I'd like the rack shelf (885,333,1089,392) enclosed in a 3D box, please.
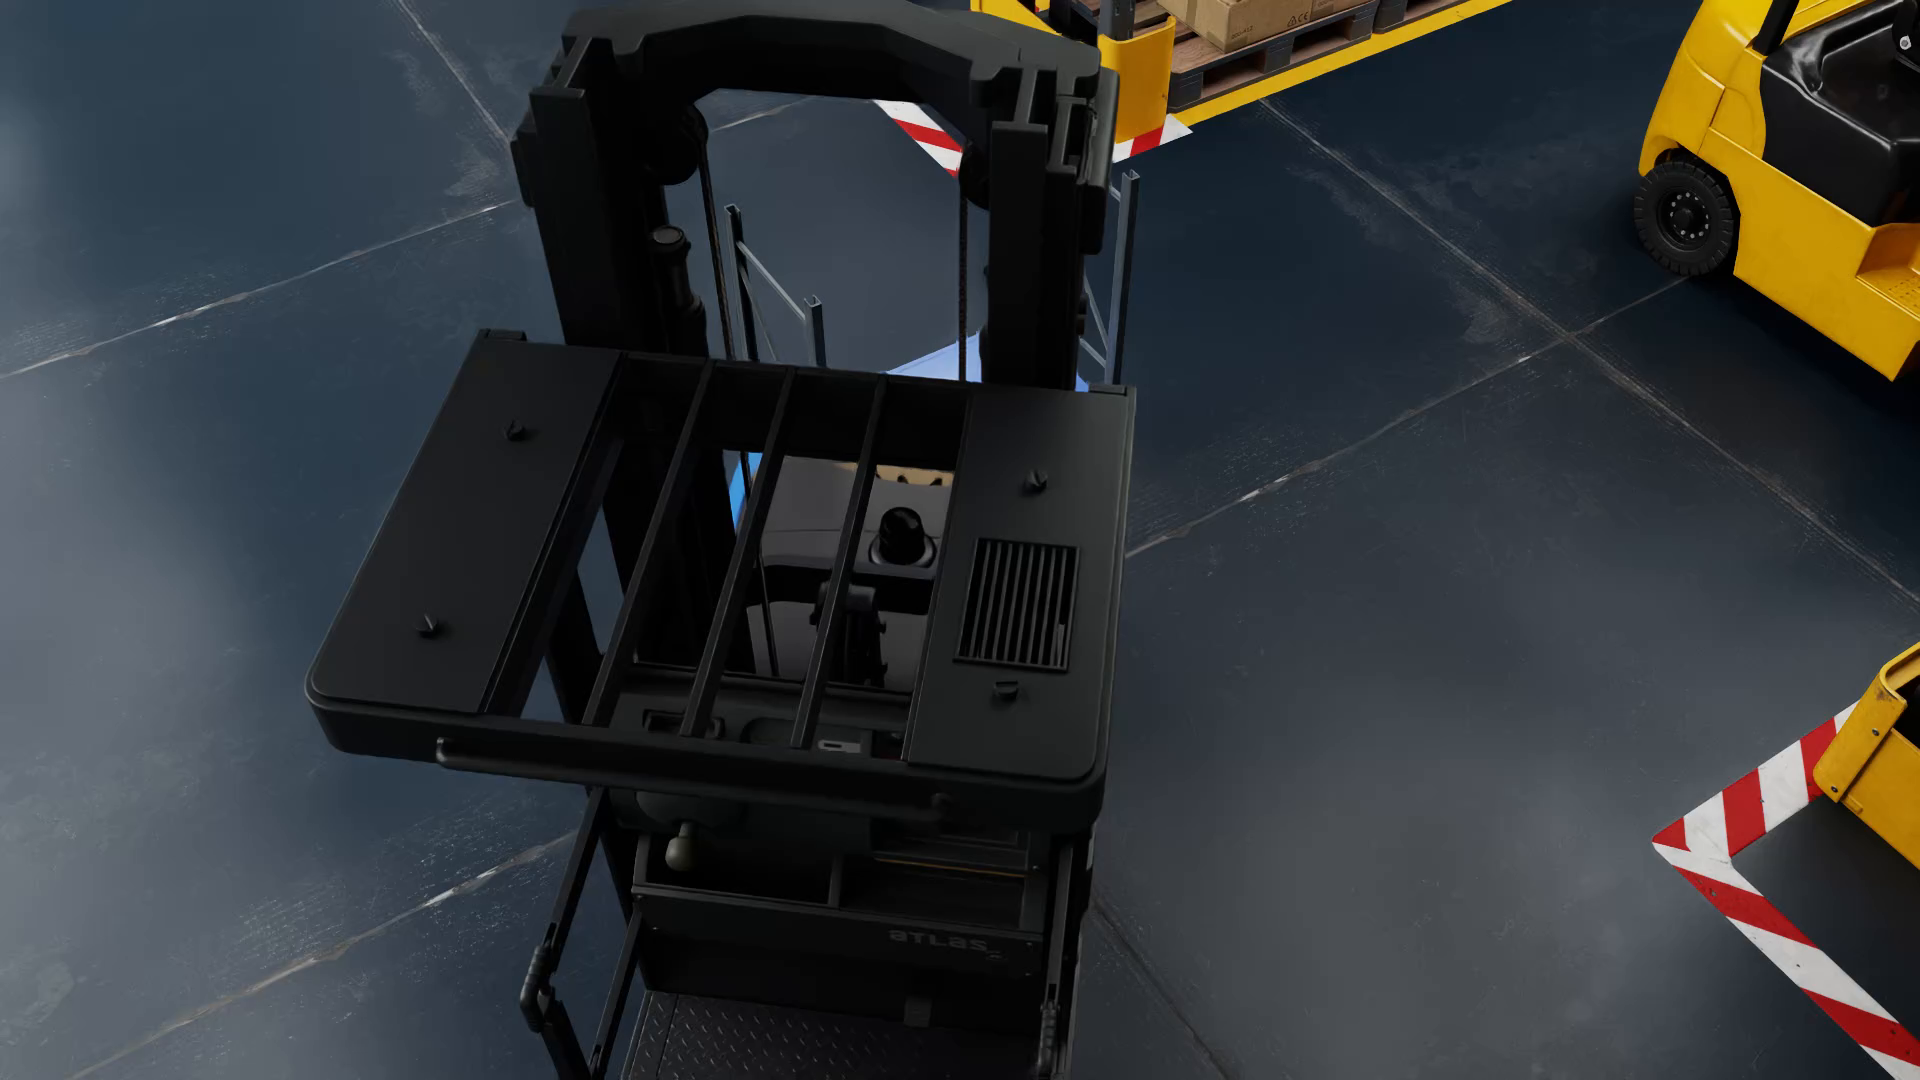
[{"bbox_3d":[-0.072,-0.345,5.294,1.000,0.185,0.538,-25,53,-21],"label":"rack shelf"}]

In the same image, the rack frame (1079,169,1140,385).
[{"bbox_3d":[0.358,-0.667,5.340,0.032,1.500,0.500,-25,53,-21],"label":"rack frame"}]

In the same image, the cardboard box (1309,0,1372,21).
[{"bbox_3d":[1.683,-2.692,7.699,0.500,0.250,0.500,-23,52,-20],"label":"cardboard box"}]

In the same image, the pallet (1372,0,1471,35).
[{"bbox_3d":[2.219,-3.009,8.289,1.213,0.211,1.003,-25,53,-21],"label":"pallet"}]

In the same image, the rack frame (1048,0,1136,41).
[{"bbox_3d":[0.418,-3.122,6.522,0.127,3.000,1.000,-25,53,-21],"label":"rack frame"}]

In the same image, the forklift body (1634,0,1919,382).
[{"bbox_3d":[3.700,-1.614,5.747,1.214,2.155,2.313,-25,53,-21],"label":"forklift body"}]

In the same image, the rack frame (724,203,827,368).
[{"bbox_3d":[-0.502,-0.262,4.979,0.032,1.500,0.500,-25,53,-21],"label":"rack frame"}]

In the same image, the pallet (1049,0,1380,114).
[{"bbox_3d":[1.188,-2.526,7.858,1.213,0.211,1.003,-25,53,-21],"label":"pallet"}]

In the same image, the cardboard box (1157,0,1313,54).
[{"bbox_3d":[1.248,-2.494,7.522,0.500,0.250,0.500,-26,53,-21],"label":"cardboard box"}]

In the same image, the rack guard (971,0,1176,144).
[{"bbox_3d":[0.482,-2.321,7.482,0.348,0.500,1.175,-25,53,-21],"label":"rack guard"}]

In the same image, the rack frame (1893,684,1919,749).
[{"bbox_3d":[3.070,0.012,3.731,0.127,3.000,1.000,-25,53,-21],"label":"rack frame"}]

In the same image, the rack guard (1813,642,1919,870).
[{"bbox_3d":[3.049,0.853,4.656,0.348,0.500,1.175,-25,53,-21],"label":"rack guard"}]

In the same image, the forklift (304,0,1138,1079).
[{"bbox_3d":[-0.294,0.614,3.241,1.130,2.935,3.031,6,49,5],"label":"forklift"}]

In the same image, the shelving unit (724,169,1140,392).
[{"bbox_3d":[-0.072,-0.465,5.160,1.048,1.500,0.538,-25,53,-21],"label":"shelving unit"}]

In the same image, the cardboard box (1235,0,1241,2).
[{"bbox_3d":[1.267,-2.753,7.251,0.500,0.500,0.500,-27,54,-22],"label":"cardboard box"}]
